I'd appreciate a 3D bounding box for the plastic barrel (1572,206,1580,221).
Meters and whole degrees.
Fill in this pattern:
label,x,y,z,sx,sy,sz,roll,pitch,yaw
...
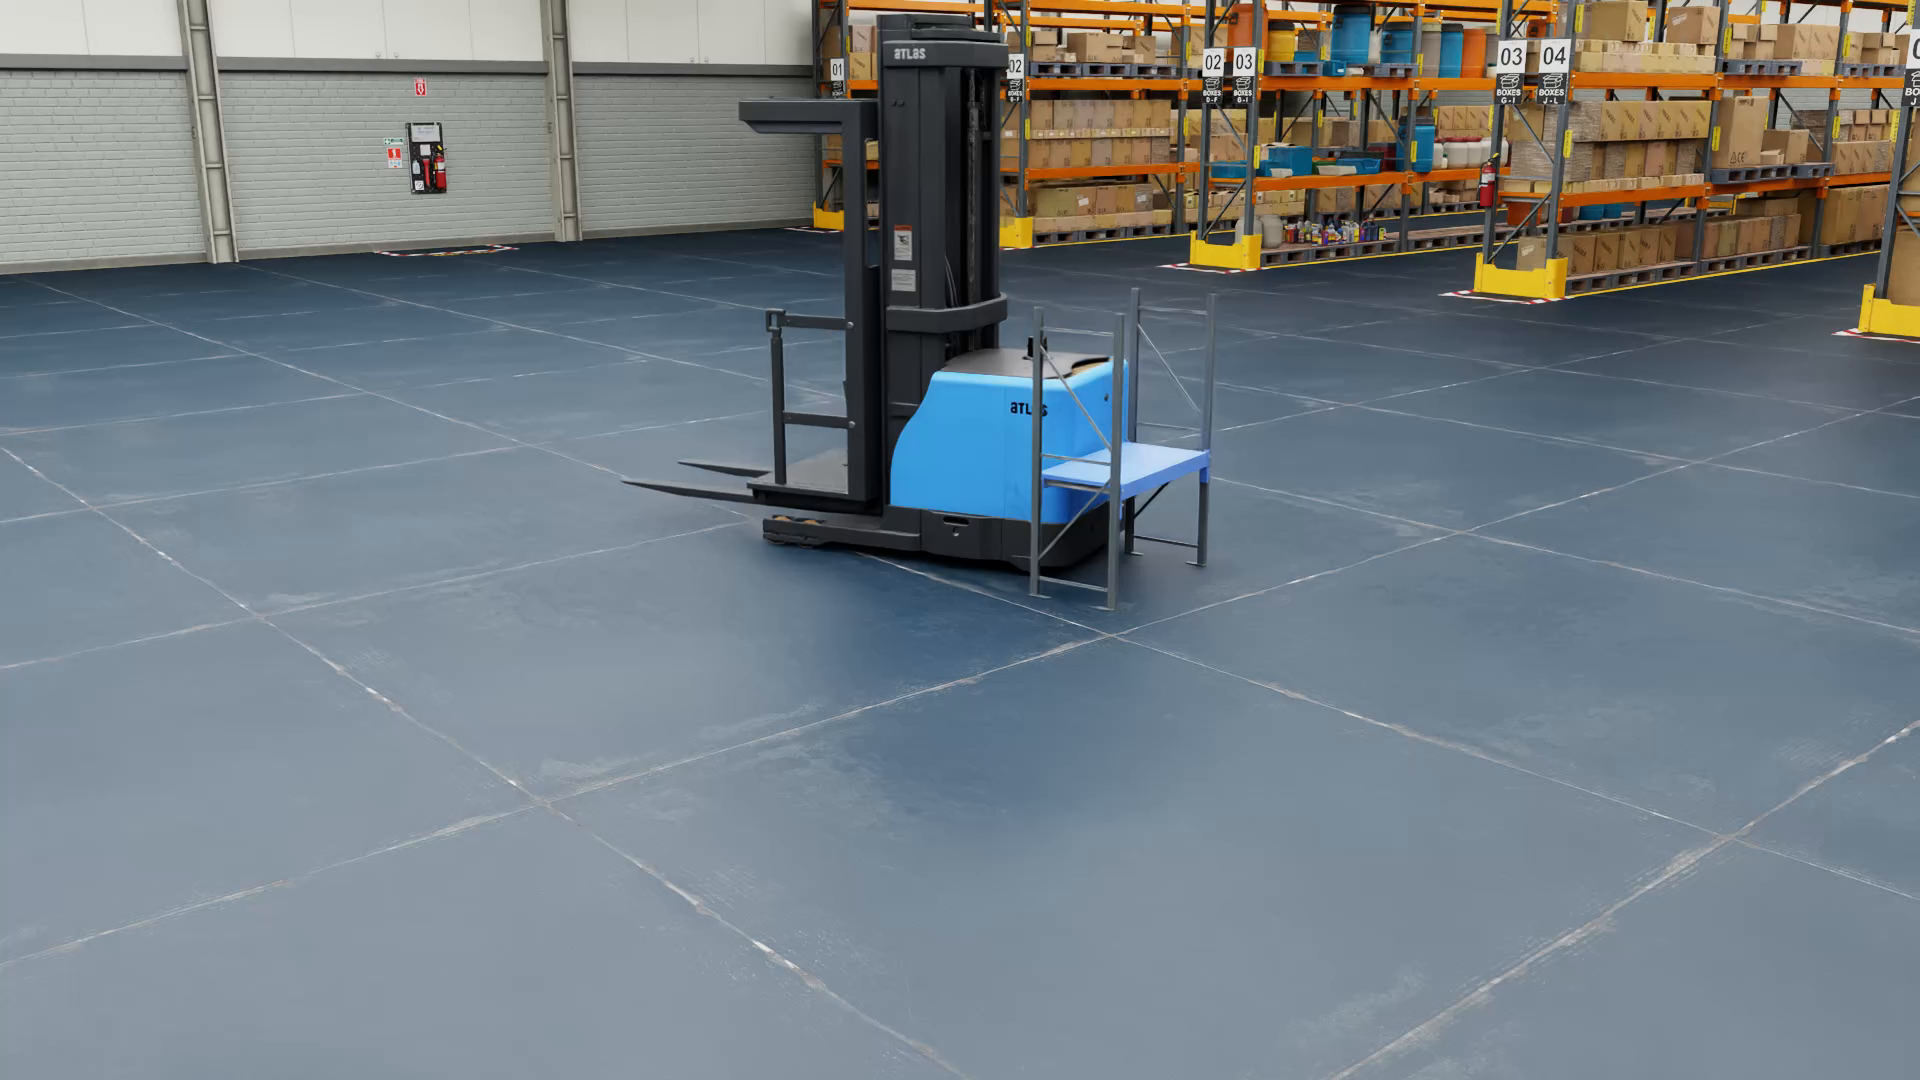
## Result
label,x,y,z,sx,sy,sz,roll,pitch,yaw
plastic barrel,11.641,-6.379,31.827,0.421,0.512,0.421,0,15,0

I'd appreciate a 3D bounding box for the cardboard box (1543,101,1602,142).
label,x,y,z,sx,sy,sz,roll,pitch,yaw
cardboard box,7.874,-5.383,21.384,0.500,0.500,0.500,-13,19,-39

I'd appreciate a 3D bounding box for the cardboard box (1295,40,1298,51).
label,x,y,z,sx,sy,sz,roll,pitch,yaw
cardboard box,8.052,-11.823,40.219,0.500,0.500,0.500,-12,19,-39

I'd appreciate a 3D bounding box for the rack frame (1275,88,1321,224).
label,x,y,z,sx,sy,sz,roll,pitch,yaw
rack frame,6.815,-7.953,33.710,0.127,3.000,1.000,-13,19,-39

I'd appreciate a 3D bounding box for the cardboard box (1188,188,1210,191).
label,x,y,z,sx,sy,sz,roll,pitch,yaw
cardboard box,4.681,-6.718,32.517,0.500,0.311,0.500,-13,20,-40

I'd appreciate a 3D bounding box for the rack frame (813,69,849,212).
label,x,y,z,sx,sy,sz,roll,pitch,yaw
rack frame,-2.475,-7.561,32.244,0.127,3.000,1.000,-13,19,-39

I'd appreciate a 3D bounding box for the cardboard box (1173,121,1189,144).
label,x,y,z,sx,sy,sz,roll,pitch,yaw
cardboard box,4.871,-9.321,38.025,0.500,0.500,0.500,-13,20,-40

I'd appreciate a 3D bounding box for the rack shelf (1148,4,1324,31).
label,x,y,z,sx,sy,sz,roll,pitch,yaw
rack shelf,5.306,-9.971,31.812,4.000,0.370,1.077,-13,19,-39

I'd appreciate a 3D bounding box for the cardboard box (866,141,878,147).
label,x,y,z,sx,sy,sz,roll,pitch,yaw
cardboard box,-1.917,-7.883,32.248,0.500,0.500,0.500,-13,19,-39

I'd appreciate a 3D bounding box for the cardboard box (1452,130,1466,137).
label,x,y,z,sx,sy,sz,roll,pitch,yaw
cardboard box,10.780,-8.799,36.686,0.500,0.500,0.500,-12,19,-38

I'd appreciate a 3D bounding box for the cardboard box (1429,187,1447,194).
label,x,y,z,sx,sy,sz,roll,pitch,yaw
cardboard box,10.642,-7.823,37.581,0.500,0.311,0.500,-13,19,-39

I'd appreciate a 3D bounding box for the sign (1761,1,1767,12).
label,x,y,z,sx,sy,sz,roll,pitch,yaw
sign,16.472,-10.981,34.048,0.005,0.325,0.100,-13,19,-39

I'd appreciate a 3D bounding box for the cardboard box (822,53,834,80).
label,x,y,z,sx,sy,sz,roll,pitch,yaw
cardboard box,-2.326,-9.188,32.291,0.500,0.500,0.500,-11,18,-35

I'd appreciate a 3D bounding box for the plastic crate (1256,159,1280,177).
label,x,y,z,sx,sy,sz,roll,pitch,yaw
plastic crate,4.703,-5.813,25.986,0.408,0.251,0.499,-13,19,-39

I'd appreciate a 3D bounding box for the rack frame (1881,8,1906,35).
label,x,y,z,sx,sy,sz,roll,pitch,yaw
rack frame,16.332,-9.599,28.250,0.127,3.000,1.000,-13,19,-39

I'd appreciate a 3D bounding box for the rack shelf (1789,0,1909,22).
label,x,y,z,sx,sy,sz,roll,pitch,yaw
rack shelf,14.824,-8.720,27.126,4.000,0.370,1.077,-13,19,-39

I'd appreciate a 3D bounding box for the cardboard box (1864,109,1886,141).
label,x,y,z,sx,sy,sz,roll,pitch,yaw
cardboard box,14.872,-6.902,27.639,0.637,0.503,0.797,-12,19,-38

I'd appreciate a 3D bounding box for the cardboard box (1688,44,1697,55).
label,x,y,z,sx,sy,sz,roll,pitch,yaw
cardboard box,9.848,-6.717,22.790,0.250,0.149,0.380,-14,20,-42

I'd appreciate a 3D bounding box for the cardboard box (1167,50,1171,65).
label,x,y,z,sx,sy,sz,roll,pitch,yaw
cardboard box,4.679,-10.911,37.926,0.500,0.500,0.700,-11,19,-37

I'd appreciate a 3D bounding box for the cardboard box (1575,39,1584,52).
label,x,y,z,sx,sy,sz,roll,pitch,yaw
cardboard box,7.639,-6.239,21.001,0.250,0.149,0.380,-13,20,-40

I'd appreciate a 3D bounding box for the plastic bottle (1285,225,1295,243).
label,x,y,z,sx,sy,sz,roll,pitch,yaw
plastic bottle,5.334,-4.963,26.943,0.135,0.276,0.152,-12,19,-39

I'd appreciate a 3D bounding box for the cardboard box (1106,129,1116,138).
label,x,y,z,sx,sy,sz,roll,pitch,yaw
cardboard box,2.575,-7.289,29.773,0.250,0.149,0.380,-12,19,-38

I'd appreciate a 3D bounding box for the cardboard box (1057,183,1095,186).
label,x,y,z,sx,sy,sz,roll,pitch,yaw
cardboard box,2.112,-6.240,30.358,0.500,0.500,0.500,-13,19,-39

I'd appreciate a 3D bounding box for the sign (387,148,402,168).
label,x,y,z,sx,sy,sz,roll,pitch,yaw
sign,-9.415,-6.364,27.694,0.234,0.329,0.001,-13,19,-39

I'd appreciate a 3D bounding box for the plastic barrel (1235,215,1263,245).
label,x,y,z,sx,sy,sz,roll,pitch,yaw
plastic barrel,4.475,-4.760,25.764,0.421,0.512,0.421,0,15,0

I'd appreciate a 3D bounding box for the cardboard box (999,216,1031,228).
label,x,y,z,sx,sy,sz,roll,pitch,yaw
cardboard box,0.990,-5.620,29.493,0.500,0.250,0.500,-13,19,-39

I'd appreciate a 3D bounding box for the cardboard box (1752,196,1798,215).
label,x,y,z,sx,sy,sz,roll,pitch,yaw
cardboard box,12.829,-5.271,26.210,0.500,0.250,0.500,-12,19,-37

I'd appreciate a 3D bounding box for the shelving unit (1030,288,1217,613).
label,x,y,z,sx,sy,sz,roll,pitch,yaw
shelving unit,0.865,-0.507,8.741,0.538,1.500,1.048,10,18,33

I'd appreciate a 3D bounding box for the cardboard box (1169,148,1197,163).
label,x,y,z,sx,sy,sz,roll,pitch,yaw
cardboard box,4.140,-7.294,31.537,0.500,0.250,0.500,-11,19,-36

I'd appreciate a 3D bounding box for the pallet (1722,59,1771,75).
label,x,y,z,sx,sy,sz,roll,pitch,yaw
pallet,10.833,-6.788,23.902,1.003,0.211,1.213,-13,19,-39

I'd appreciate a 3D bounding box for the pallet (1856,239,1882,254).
label,x,y,z,sx,sy,sz,roll,pitch,yaw
pallet,14.879,-5.001,28.062,1.213,0.211,1.003,-13,19,-39

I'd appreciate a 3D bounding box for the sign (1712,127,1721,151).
label,x,y,z,sx,sy,sz,roll,pitch,yaw
sign,10.659,-5.660,23.449,0.005,0.325,0.100,-13,19,-39

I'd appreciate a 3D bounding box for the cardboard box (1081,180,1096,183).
label,x,y,z,sx,sy,sz,roll,pitch,yaw
cardboard box,2.586,-7.725,36.847,0.500,0.500,0.700,-13,20,-39

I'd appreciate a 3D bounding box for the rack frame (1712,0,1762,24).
label,x,y,z,sx,sy,sz,roll,pitch,yaw
rack frame,16.099,-11.241,34.397,0.127,3.000,1.000,-13,19,-39

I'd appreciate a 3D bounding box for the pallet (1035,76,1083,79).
label,x,y,z,sx,sy,sz,roll,pitch,yaw
pallet,1.859,-9.857,35.392,1.003,0.211,1.213,-13,19,-39

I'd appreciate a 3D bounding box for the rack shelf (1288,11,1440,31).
label,x,y,z,sx,sy,sz,roll,pitch,yaw
rack shelf,8.324,-10.649,34.349,4.000,0.370,1.077,-13,19,-39

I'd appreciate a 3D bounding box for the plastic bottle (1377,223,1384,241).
label,x,y,z,sx,sy,sz,roll,pitch,yaw
plastic bottle,6.900,-5.065,27.309,0.133,0.283,0.061,-11,19,-37

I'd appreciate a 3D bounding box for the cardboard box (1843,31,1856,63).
label,x,y,z,sx,sy,sz,roll,pitch,yaw
cardboard box,13.728,-7.843,26.472,0.637,0.503,0.797,-11,19,-36

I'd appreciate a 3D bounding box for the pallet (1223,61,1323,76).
label,x,y,z,sx,sy,sz,roll,pitch,yaw
pallet,4.717,-7.112,25.115,1.213,0.211,1.003,-13,19,-39

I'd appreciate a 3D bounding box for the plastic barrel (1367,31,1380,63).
label,x,y,z,sx,sy,sz,roll,pitch,yaw
plastic barrel,6.592,-7.981,26.975,0.421,0.512,0.421,0,15,0

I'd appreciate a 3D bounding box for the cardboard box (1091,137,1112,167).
label,x,y,z,sx,sy,sz,roll,pitch,yaw
cardboard box,2.306,-6.985,29.894,0.500,0.500,0.700,-12,19,-38

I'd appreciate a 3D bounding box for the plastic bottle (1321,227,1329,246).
label,x,y,z,sx,sy,sz,roll,pitch,yaw
plastic bottle,5.784,-4.814,26.371,0.133,0.283,0.061,-12,19,-38

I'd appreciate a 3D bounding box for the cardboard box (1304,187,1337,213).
label,x,y,z,sx,sy,sz,roll,pitch,yaw
cardboard box,7.346,-6.979,34.056,0.500,0.500,0.500,-12,19,-37

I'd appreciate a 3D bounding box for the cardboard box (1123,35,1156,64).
label,x,y,z,sx,sy,sz,roll,pitch,yaw
cardboard box,3.244,-9.009,30.574,0.500,0.500,0.500,-11,18,-35

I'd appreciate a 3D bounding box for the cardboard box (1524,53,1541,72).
label,x,y,z,sx,sy,sz,roll,pitch,yaw
cardboard box,7.477,-6.176,21.537,0.500,0.250,0.500,-12,19,-38

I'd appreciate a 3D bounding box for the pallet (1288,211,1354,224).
label,x,y,z,sx,sy,sz,roll,pitch,yaw
pallet,7.403,-6.724,34.516,1.213,0.211,1.003,-13,19,-39

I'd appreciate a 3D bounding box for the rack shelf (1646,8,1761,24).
label,x,y,z,sx,sy,sz,roll,pitch,yaw
rack shelf,14.590,-10.362,33.273,4.000,0.370,1.077,-13,19,-39

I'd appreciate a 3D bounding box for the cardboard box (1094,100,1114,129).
label,x,y,z,sx,sy,sz,roll,pitch,yaw
cardboard box,2.331,-7.619,29.752,0.500,0.500,0.700,-13,19,-39

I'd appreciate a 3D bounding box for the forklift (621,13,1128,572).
label,x,y,z,sx,sy,sz,roll,pitch,yaw
forklift,-0.583,-1.479,9.608,3.031,2.935,1.130,7,16,24

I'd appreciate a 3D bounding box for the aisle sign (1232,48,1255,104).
label,x,y,z,sx,sy,sz,roll,pitch,yaw
aisle sign,4.166,-6.819,24.429,0.004,0.787,0.394,-13,19,-39

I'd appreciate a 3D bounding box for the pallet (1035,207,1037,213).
label,x,y,z,sx,sy,sz,roll,pitch,yaw
pallet,1.129,-7.024,35.636,1.213,0.211,1.003,-13,19,-39

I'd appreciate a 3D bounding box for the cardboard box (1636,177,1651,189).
label,x,y,z,sx,sy,sz,roll,pitch,yaw
cardboard box,9.187,-4.880,22.692,0.250,0.149,0.380,-13,19,-39

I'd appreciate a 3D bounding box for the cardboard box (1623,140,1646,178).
label,x,y,z,sx,sy,sz,roll,pitch,yaw
cardboard box,8.802,-5.215,22.690,0.500,0.500,0.875,-13,19,-39
